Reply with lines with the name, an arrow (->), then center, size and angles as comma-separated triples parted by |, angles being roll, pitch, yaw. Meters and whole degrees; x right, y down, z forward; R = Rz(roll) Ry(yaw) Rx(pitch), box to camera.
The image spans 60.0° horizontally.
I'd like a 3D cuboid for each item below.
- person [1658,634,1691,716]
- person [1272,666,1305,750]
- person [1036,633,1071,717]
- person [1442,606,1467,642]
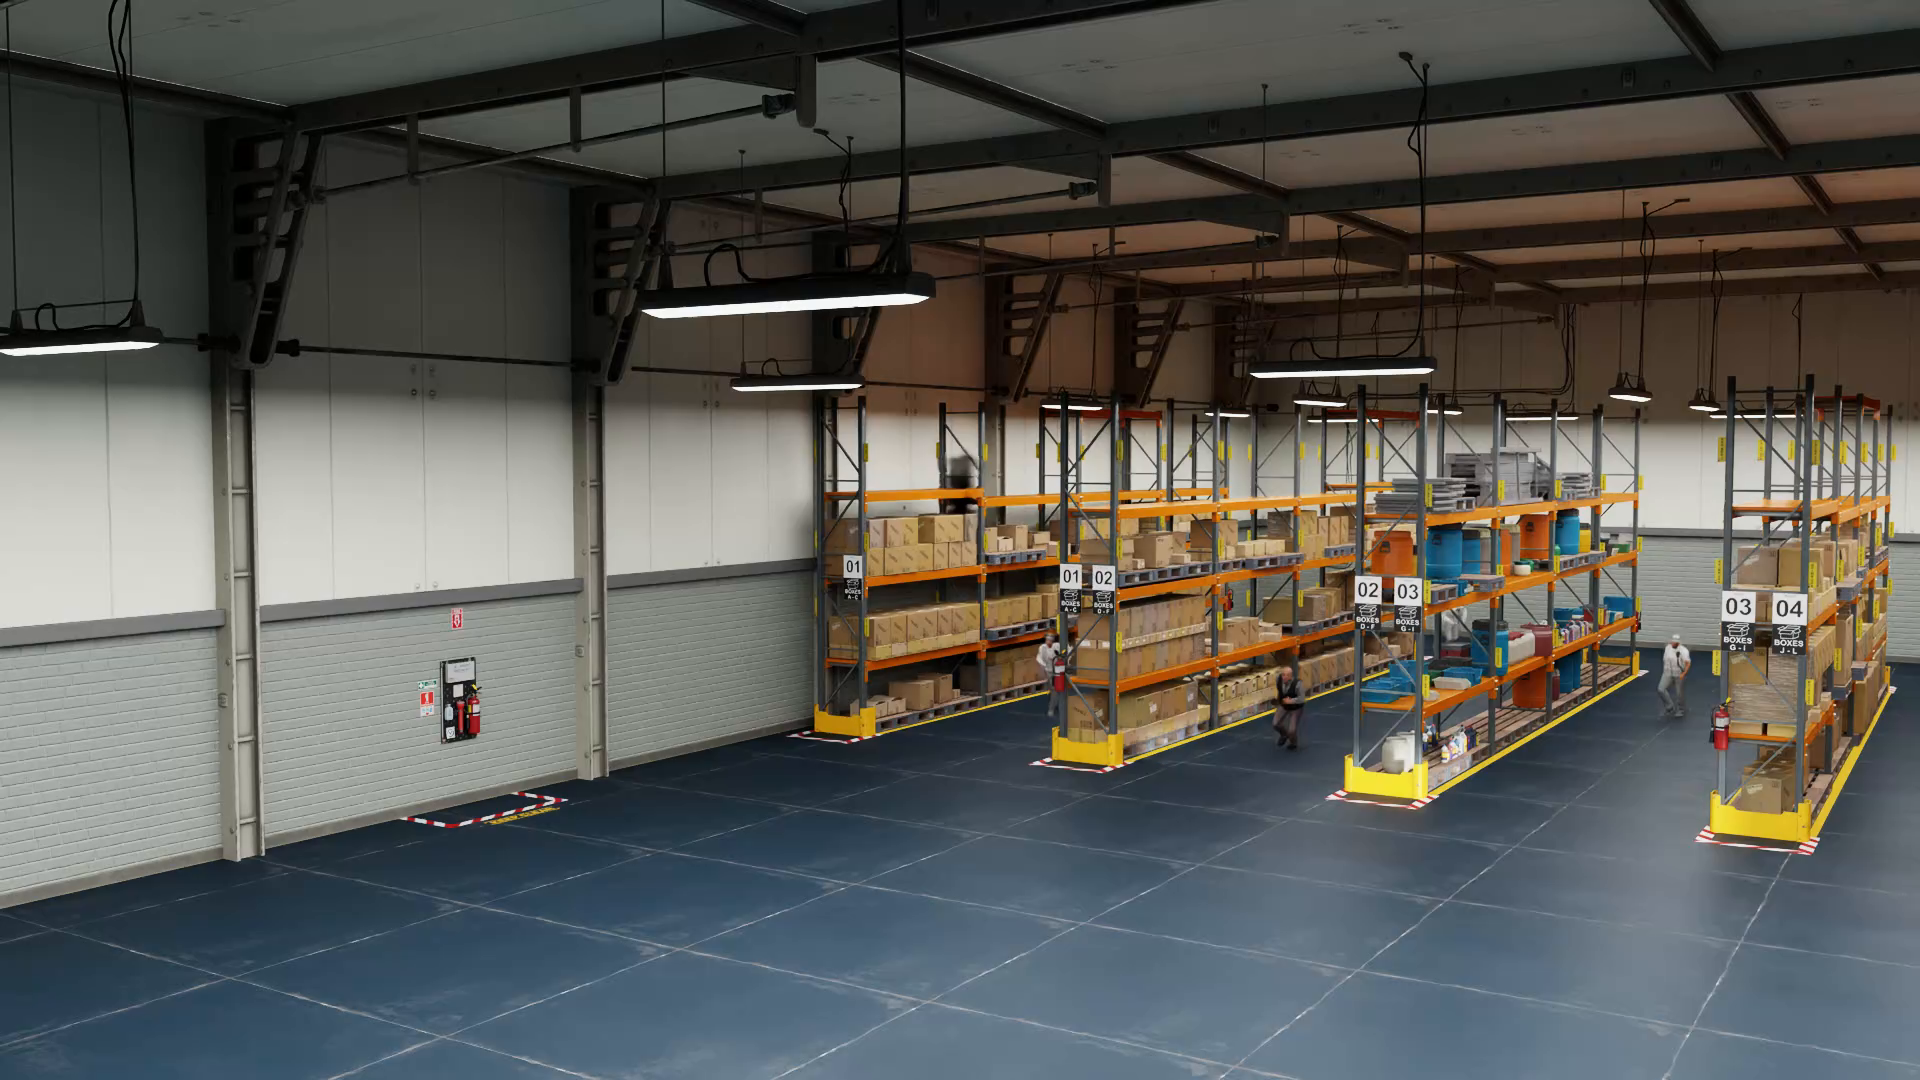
person -> 13.494, 2.545, 31.307 | 0.720, 1.602, 0.587 | -3, 4, -45
person -> 5.475, 2.800, 27.675 | 0.662, 1.466, 0.990 | 2, 4, 32
person -> 1.818, 2.554, 31.913 | 0.662, 1.639, 0.944 | 1, 3, 14
person -> 12.207, 2.076, 41.087 | 0.641, 1.534, 0.714 | 0, 3, 2
